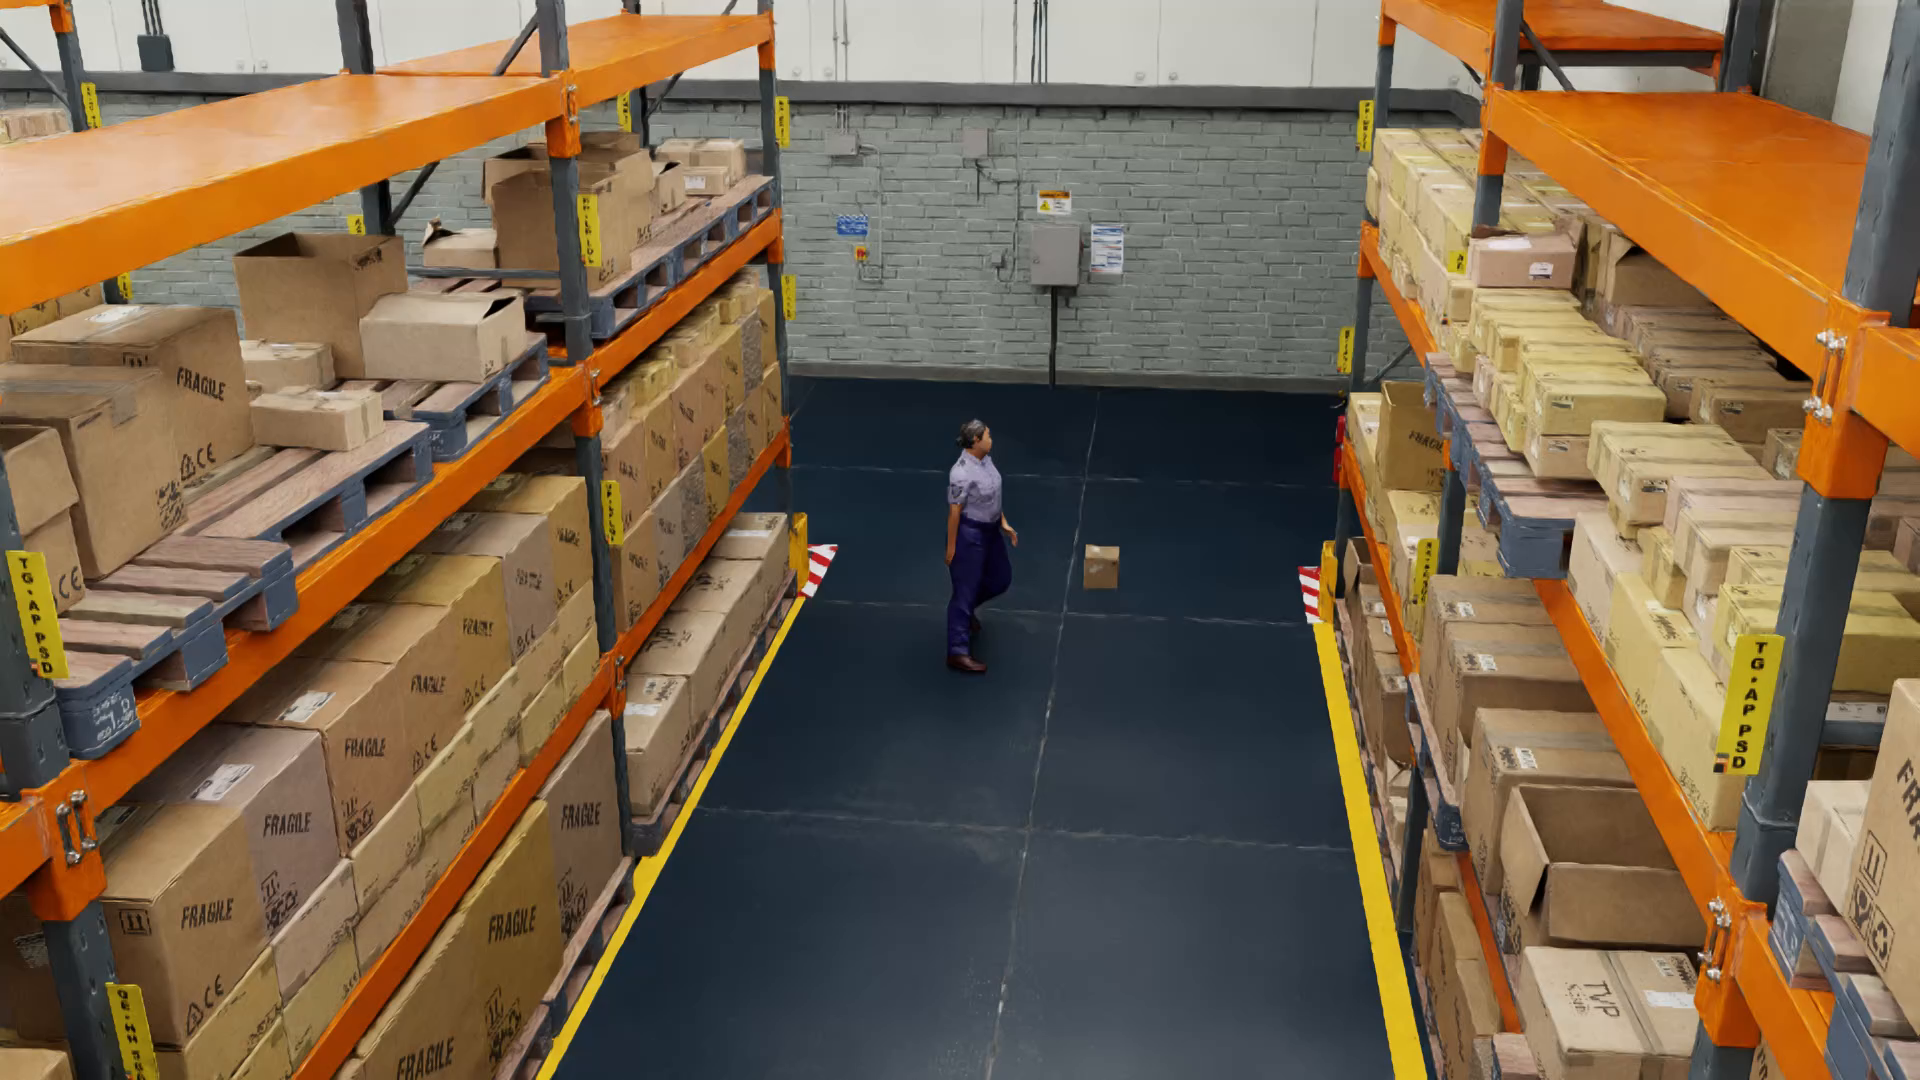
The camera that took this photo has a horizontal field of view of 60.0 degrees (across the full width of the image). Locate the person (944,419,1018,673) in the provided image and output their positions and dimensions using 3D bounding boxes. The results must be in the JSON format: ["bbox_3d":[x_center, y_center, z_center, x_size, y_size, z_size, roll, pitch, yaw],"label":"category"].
[{"bbox_3d":[0.088,0.016,11.106,0.520,1.615,0.662,7,23,18],"label":"person"}]
